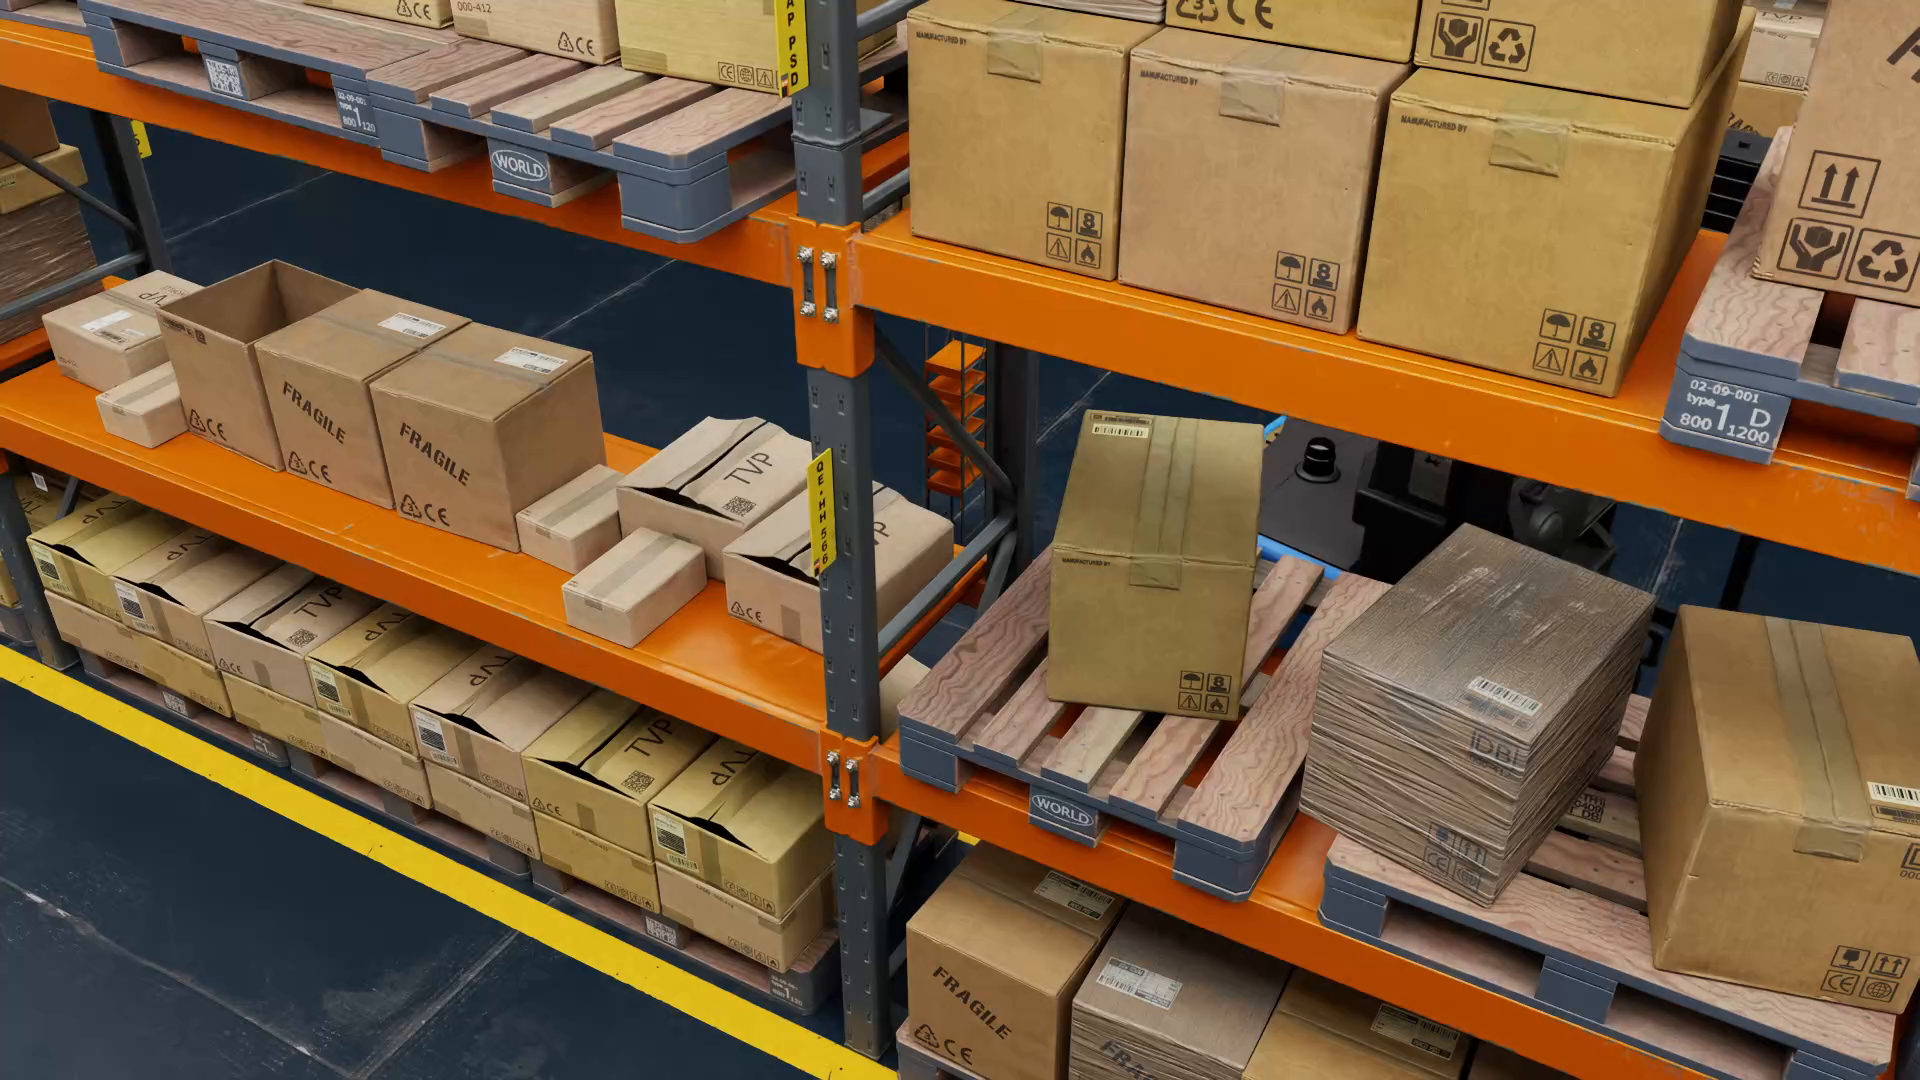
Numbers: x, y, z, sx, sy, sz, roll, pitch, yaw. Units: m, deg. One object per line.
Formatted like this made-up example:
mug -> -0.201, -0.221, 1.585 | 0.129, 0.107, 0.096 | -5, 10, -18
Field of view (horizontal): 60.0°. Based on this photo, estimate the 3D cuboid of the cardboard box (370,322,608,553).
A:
cardboard box -> -1.532, -0.346, 5.473 | 0.500, 0.500, 0.500 | 16, 37, 22

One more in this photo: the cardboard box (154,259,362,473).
cardboard box -> -2.424, -0.628, 5.897 | 0.500, 0.500, 0.500 | 20, 39, 28

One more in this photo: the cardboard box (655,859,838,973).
cardboard box -> -0.645, 1.092, 5.506 | 0.500, 0.250, 0.500 | 19, 38, 25

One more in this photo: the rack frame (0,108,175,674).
rack frame -> -3.540, -0.951, 6.471 | 0.127, 3.000, 1.000 | 18, 37, 24

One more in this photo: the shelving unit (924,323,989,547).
shelving unit -> -0.013, -0.503, 7.423 | 0.189, 1.200, 0.258 | 18, 37, 24

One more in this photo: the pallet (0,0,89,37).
pallet -> -2.768, -1.883, 5.338 | 1.217, 0.209, 0.805 | 16, 37, 23

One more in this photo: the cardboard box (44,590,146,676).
cardboard box -> -3.313, 0.249, 6.772 | 0.500, 0.250, 0.500 | 17, 37, 23

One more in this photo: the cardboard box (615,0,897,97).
cardboard box -> -0.489, -1.309, 4.060 | 0.500, 0.250, 0.500 | 15, 36, 21

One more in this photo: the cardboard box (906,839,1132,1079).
cardboard box -> 0.186, 1.269, 4.996 | 0.500, 0.500, 0.500 | 19, 38, 26

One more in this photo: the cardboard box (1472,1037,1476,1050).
cardboard box -> 1.310, 1.293, 4.960 | 0.500, 0.500, 0.500 | 16, 37, 23

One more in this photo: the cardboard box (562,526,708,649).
cardboard box -> -0.985, 0.139, 5.061 | 0.250, 0.149, 0.380 | 18, 37, 24

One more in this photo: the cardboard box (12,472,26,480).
cardboard box -> -4.481, -0.146, 7.364 | 0.500, 0.250, 0.500 | 18, 37, 24

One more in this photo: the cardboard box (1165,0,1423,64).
cardboard box -> 0.751, -1.294, 3.288 | 0.500, 0.500, 0.500 | 18, 37, 24

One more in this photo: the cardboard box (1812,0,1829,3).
cardboard box -> 3.801, -2.435, 7.647 | 0.500, 0.250, 0.500 | 17, 37, 23

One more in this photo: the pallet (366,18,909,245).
pallet -> -0.701, -1.164, 4.256 | 1.003, 0.211, 1.213 | 19, 38, 27

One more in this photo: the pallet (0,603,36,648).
pallet -> -4.210, -0.029, 7.603 | 1.213, 0.211, 1.003 | 18, 37, 24

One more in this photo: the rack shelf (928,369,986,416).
rack shelf -> -0.013, -0.666, 7.315 | 0.180, 0.103, 0.258 | 18, 37, 24

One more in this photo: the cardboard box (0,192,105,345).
cardboard box -> -3.929, -1.111, 6.622 | 0.500, 0.500, 0.700 | 17, 37, 23

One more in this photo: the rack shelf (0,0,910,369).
rack shelf -> -1.804, -1.350, 5.013 | 4.000, 0.370, 1.077 | 18, 37, 24

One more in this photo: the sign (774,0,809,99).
sign -> -0.350, -1.083, 3.425 | 0.005, 0.325, 0.100 | 18, 37, 24

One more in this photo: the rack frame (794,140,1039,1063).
rack frame -> -0.067, 0.149, 4.820 | 0.127, 3.000, 1.000 | 18, 37, 24

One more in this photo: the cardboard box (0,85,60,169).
cardboard box -> -3.929, -1.651, 6.263 | 0.500, 0.500, 0.700 | 18, 38, 25

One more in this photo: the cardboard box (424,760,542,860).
cardboard box -> -1.530, 0.812, 5.926 | 0.500, 0.250, 0.500 | 18, 38, 25

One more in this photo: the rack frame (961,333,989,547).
rack frame -> 0.067, -0.478, 7.386 | 0.006, 1.200, 0.240 | 18, 37, 24

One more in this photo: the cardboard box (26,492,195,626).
cardboard box -> -3.305, 0.019, 6.611 | 0.500, 0.311, 0.500 | 18, 38, 25

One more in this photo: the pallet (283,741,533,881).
pallet -> -1.818, 0.729, 6.465 | 1.213, 0.211, 1.003 | 18, 37, 24

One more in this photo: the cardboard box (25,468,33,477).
cardboard box -> -4.224, -0.394, 7.738 | 0.500, 0.250, 0.500 | 18, 37, 24

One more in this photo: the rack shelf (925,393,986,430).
rack shelf -> -0.013, -0.566, 7.382 | 0.180, 0.103, 0.258 | 18, 37, 24

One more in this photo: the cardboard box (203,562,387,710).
cardboard box -> -2.423, 0.301, 6.188 | 0.500, 0.311, 0.500 | 16, 37, 23

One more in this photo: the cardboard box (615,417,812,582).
cardboard box -> -0.748, -0.153, 5.354 | 0.500, 0.311, 0.500 | 17, 37, 24

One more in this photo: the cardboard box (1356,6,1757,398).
cardboard box -> 1.222, -0.754, 3.379 | 0.500, 0.500, 0.910 | 18, 37, 24

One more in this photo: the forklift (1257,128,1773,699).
forklift -> 2.154, -0.139, 5.315 | 3.031, 2.935, 1.130 | 26, 42, 34

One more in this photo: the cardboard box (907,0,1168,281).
cardboard box -> 0.328, -1.037, 3.805 | 0.500, 0.500, 0.910 | 18, 37, 24

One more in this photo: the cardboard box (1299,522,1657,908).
cardboard box -> 1.235, 0.395, 3.981 | 0.500, 0.500, 0.700 | 25, 41, 33

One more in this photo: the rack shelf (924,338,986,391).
rack shelf -> -0.013, -0.766, 7.249 | 0.180, 0.103, 0.258 | 18, 37, 24

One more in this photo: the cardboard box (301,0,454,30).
cardboard box -> -1.444, -1.608, 4.508 | 0.500, 0.250, 0.500 | 17, 37, 23

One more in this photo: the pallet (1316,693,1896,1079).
pallet -> 1.623, 0.762, 4.073 | 1.213, 0.211, 1.003 | 18, 37, 24

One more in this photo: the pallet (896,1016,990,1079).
pallet -> 0.562, 1.533, 5.257 | 1.213, 0.211, 1.003 | 18, 37, 24

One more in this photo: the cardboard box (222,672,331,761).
cardboard box -> -2.419, 0.531, 6.348 | 0.500, 0.250, 0.500 | 16, 37, 23

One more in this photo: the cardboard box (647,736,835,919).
cardboard box -> -0.644, 0.860, 5.348 | 0.500, 0.311, 0.500 | 19, 38, 26

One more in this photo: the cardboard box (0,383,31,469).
cardboard box -> -4.226, -0.705, 7.528 | 0.500, 0.500, 0.500 | 18, 37, 24

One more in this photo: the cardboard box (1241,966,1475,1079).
cardboard box -> 1.076, 1.551, 4.573 | 0.500, 0.500, 0.500 | 17, 37, 24

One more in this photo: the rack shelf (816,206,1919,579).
rack shelf -> 1.669, -0.250, 3.362 | 4.000, 0.370, 1.077 | 18, 37, 24

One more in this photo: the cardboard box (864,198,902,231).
cardboard box -> -0.438, -2.284, 10.332 | 0.500, 0.500, 0.700 | 19, 38, 26

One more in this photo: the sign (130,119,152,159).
sign -> -3.279, -1.664, 6.569 | 0.005, 0.325, 0.100 | 18, 37, 24

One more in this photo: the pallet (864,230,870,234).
pallet -> -0.409, -1.962, 10.505 | 1.213, 0.211, 1.003 | 18, 37, 24

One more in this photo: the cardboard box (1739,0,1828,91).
cardboard box -> 3.557, -2.189, 7.278 | 0.500, 0.250, 0.500 | 18, 38, 25

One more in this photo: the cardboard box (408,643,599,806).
cardboard box -> -1.536, 0.580, 5.769 | 0.500, 0.311, 0.500 | 17, 37, 24
